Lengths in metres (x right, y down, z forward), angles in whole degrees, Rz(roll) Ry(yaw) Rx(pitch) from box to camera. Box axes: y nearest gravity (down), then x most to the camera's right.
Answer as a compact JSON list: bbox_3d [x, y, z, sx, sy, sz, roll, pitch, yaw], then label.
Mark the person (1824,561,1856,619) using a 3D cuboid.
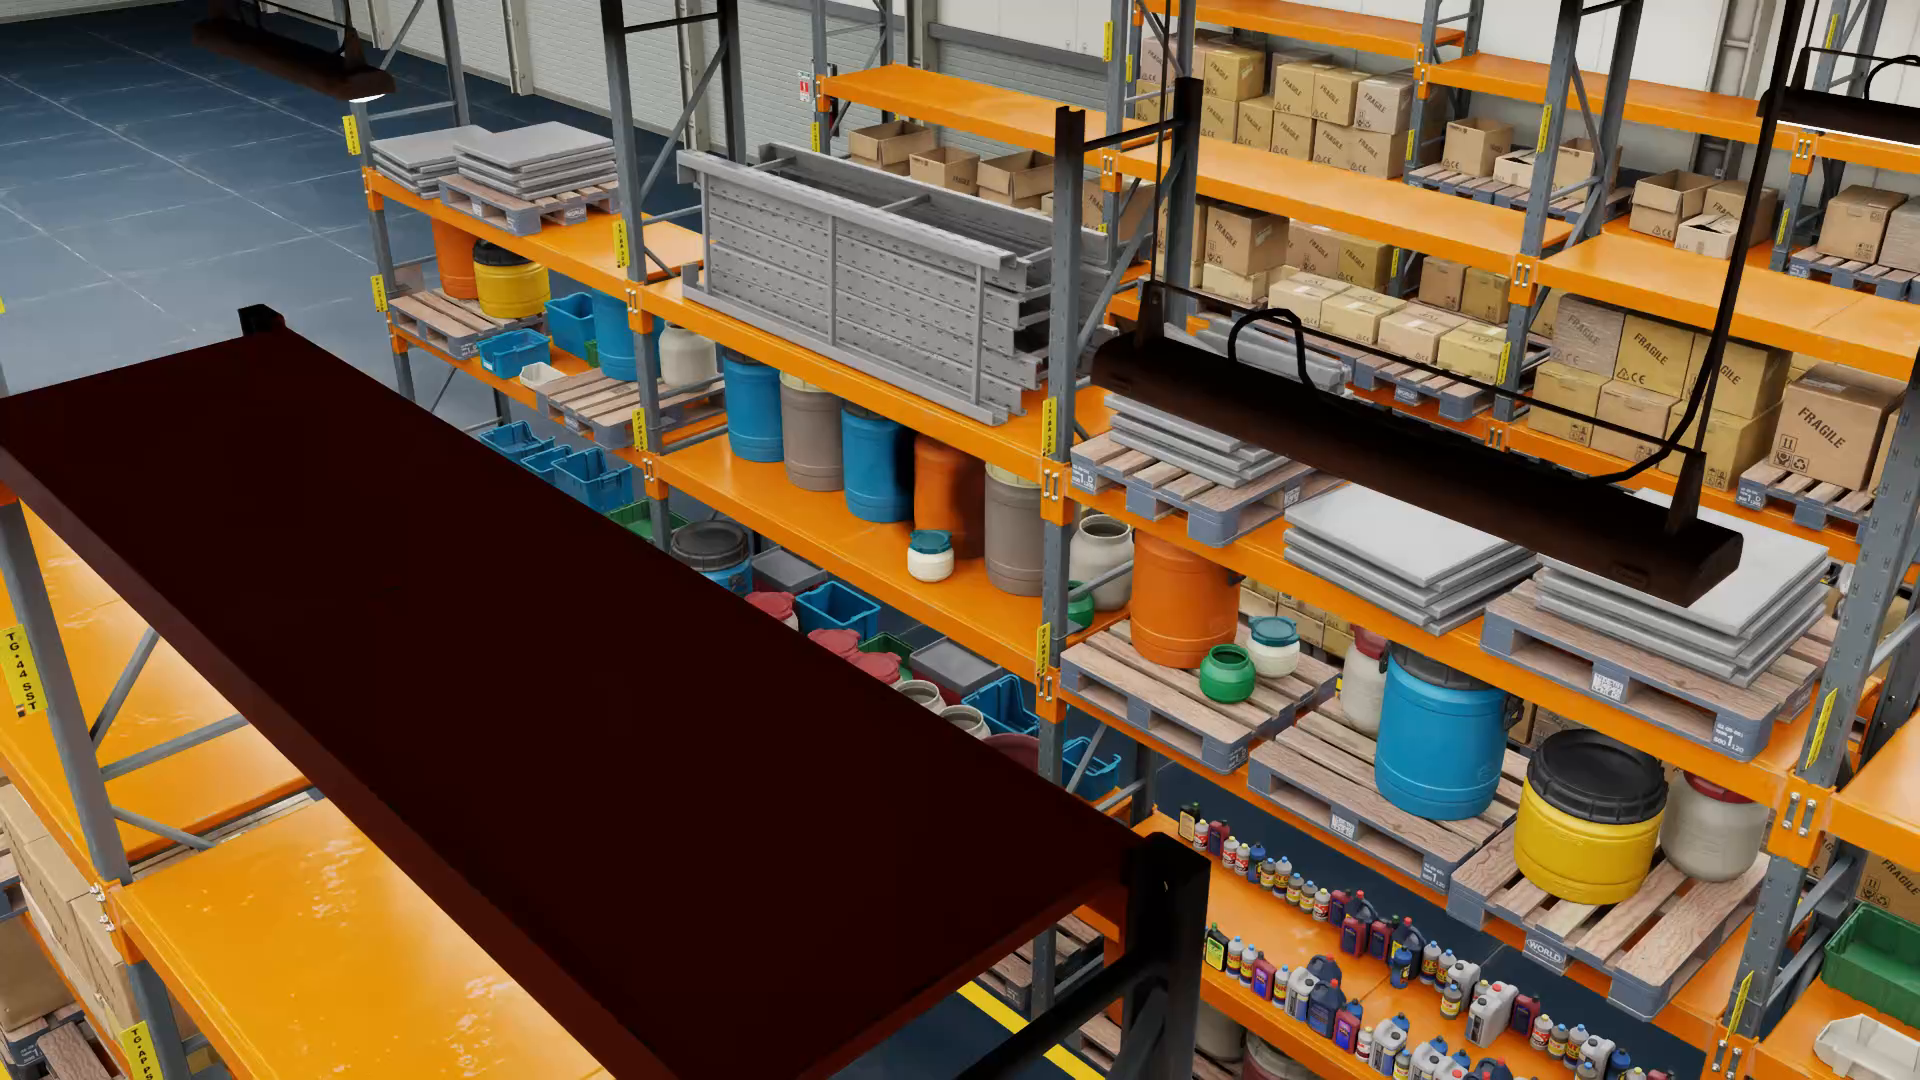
[{"bbox_3d":[7.664,0.381,14.295,1.128,1.727,0.726,21,34,33],"label":"person"}]
